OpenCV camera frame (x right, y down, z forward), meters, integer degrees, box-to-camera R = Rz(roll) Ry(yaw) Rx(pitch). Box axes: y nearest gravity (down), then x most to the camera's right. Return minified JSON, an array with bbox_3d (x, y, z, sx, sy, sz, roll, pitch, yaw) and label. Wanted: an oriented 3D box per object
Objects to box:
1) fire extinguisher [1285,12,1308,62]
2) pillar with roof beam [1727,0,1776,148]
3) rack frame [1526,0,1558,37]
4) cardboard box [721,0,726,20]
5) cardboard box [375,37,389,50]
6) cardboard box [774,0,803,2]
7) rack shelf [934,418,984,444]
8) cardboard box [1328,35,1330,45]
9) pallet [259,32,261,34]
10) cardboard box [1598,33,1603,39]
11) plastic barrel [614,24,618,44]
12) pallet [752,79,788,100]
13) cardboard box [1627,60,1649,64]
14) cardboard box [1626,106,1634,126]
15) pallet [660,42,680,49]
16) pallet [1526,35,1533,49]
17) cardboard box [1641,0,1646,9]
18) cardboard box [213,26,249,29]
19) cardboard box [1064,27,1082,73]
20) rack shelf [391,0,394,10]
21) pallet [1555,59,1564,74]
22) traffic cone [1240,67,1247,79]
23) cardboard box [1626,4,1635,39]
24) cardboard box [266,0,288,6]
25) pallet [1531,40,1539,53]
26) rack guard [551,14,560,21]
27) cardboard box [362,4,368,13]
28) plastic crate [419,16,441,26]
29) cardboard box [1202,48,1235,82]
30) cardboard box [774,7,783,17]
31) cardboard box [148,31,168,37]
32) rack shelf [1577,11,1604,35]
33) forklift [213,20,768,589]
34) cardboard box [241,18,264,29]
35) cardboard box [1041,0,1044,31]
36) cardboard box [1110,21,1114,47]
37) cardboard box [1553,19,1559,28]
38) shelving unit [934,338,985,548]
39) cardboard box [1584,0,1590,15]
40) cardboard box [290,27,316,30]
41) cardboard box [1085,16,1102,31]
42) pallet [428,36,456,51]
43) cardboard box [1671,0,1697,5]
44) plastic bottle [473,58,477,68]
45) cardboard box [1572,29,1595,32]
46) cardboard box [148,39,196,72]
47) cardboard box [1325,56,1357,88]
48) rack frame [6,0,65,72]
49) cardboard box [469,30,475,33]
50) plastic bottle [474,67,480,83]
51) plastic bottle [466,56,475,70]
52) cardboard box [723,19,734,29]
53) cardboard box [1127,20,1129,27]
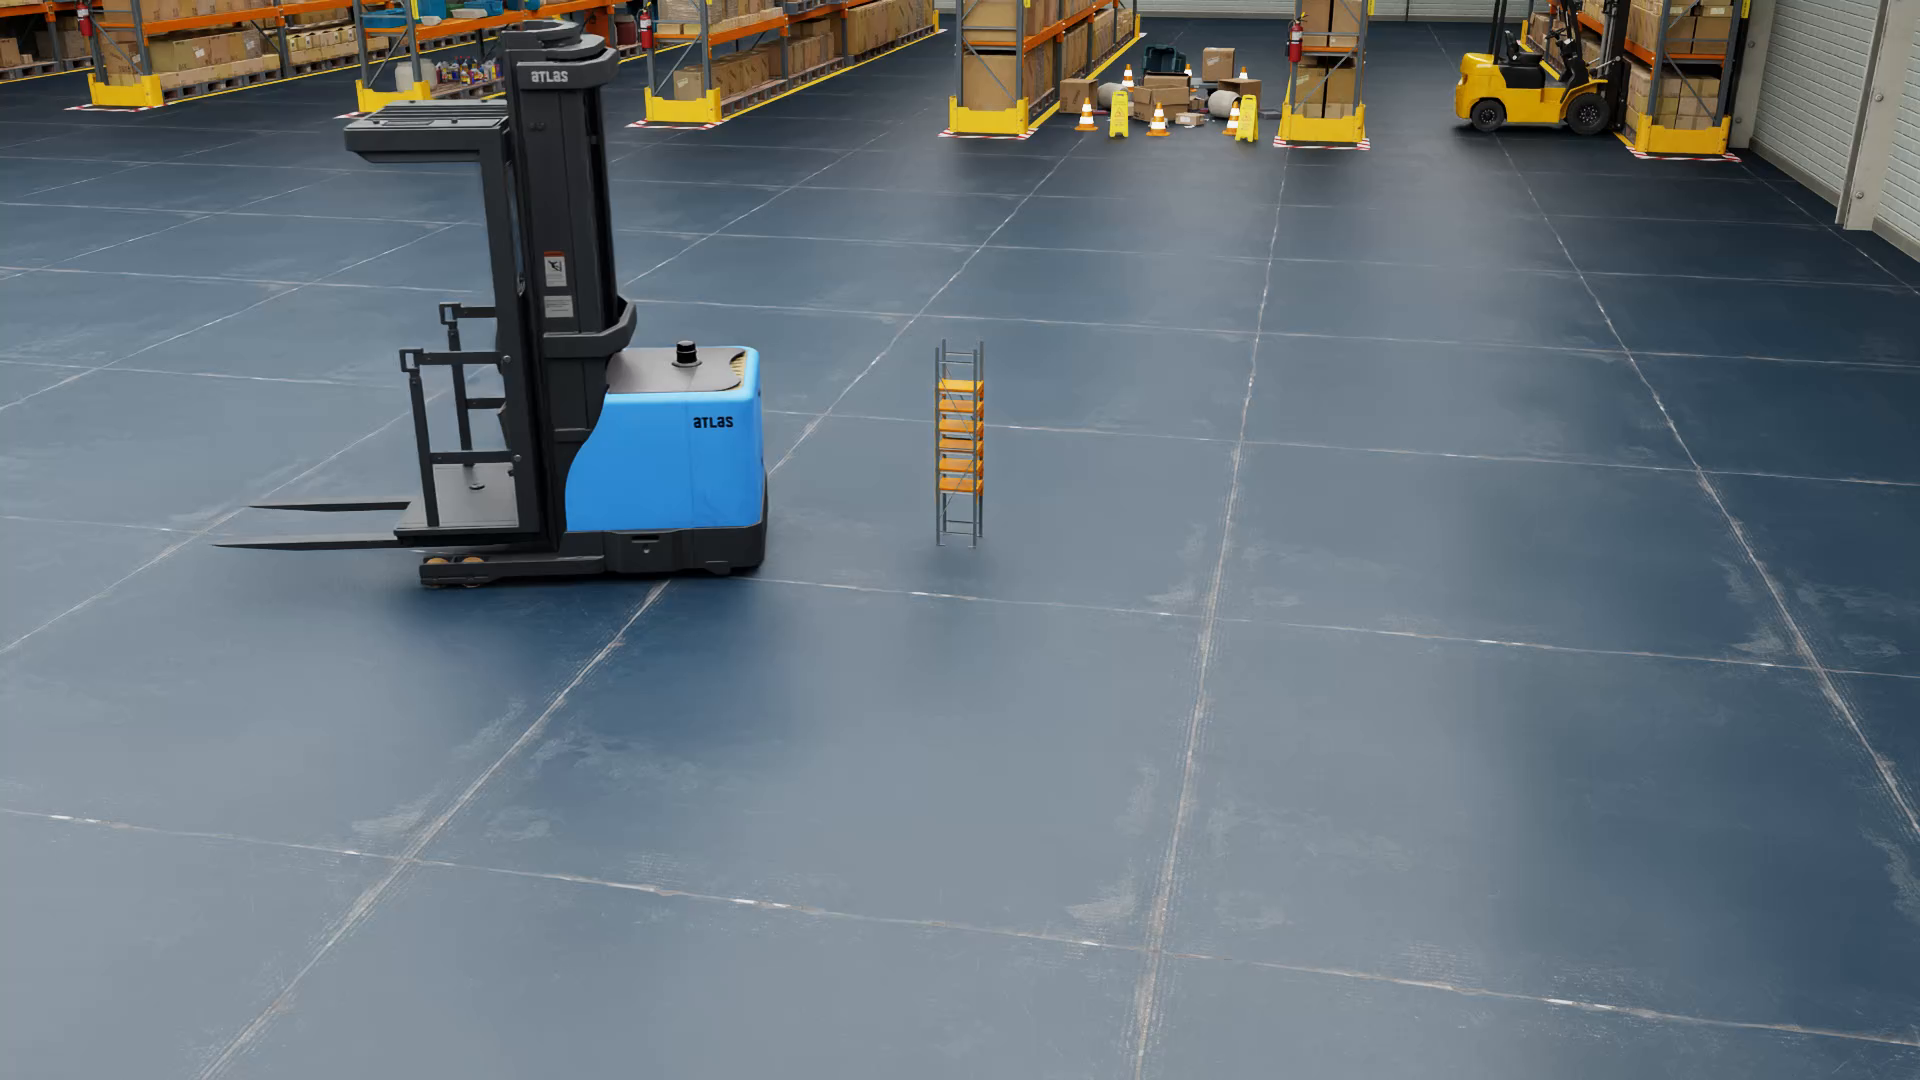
[{"bbox_3d":[4.834,-7.228,23.889,0.296,0.674,0.183,4,22,11],"label":"fire extinguisher"},{"bbox_3d":[6.978,-10.190,23.110,9.100,9.000,0.400,4,22,11],"label":"pillar with roof beam"},{"bbox_3d":[13.433,-12.745,37.484,1.000,3.000,0.127,4,22,11],"label":"rack frame"},{"bbox_3d":[-4.270,-8.601,26.663,0.875,0.500,0.500,4,22,11],"label":"cardboard box"},{"bbox_3d":[-12.327,-10.417,34.821,0.500,0.250,0.500,5,22,12],"label":"cardboard box"},{"bbox_3d":[-3.278,-10.242,29.903,1.000,1.000,1.000,5,22,11],"label":"cardboard box"},{"bbox_3d":[-0.003,-0.621,9.588,0.258,0.103,0.180,4,22,11],"label":"rack shelf"},{"bbox_3d":[5.618,-7.356,24.439,0.380,0.149,0.250,5,22,12],"label":"cardboard box"},{"bbox_3d":[-16.823,-11.518,38.171,1.003,0.211,1.213,4,22,11],"label":"pallet"},{"bbox_3d":[12.265,-9.515,31.378,0.380,0.149,0.250,5,22,12],"label":"cardboard box"},{"bbox_3d":[-7.499,-10.764,35.332,0.421,0.512,0.421,0,22,0],"label":"plastic barrel"},{"bbox_3d":[-3.680,-7.947,29.303,1.003,0.211,1.213,4,22,11],"label":"pallet"},{"bbox_3d":[10.374,-7.217,25.539,0.500,0.250,0.500,5,23,13],"label":"cardboard box"},{"bbox_3d":[10.065,-6.190,24.326,0.500,0.250,0.500,4,22,11],"label":"cardboard box"},{"bbox_3d":[-6.992,-11.220,37.429,1.003,0.211,1.213,4,22,11],"label":"pallet"},{"bbox_3d":[13.256,-11.132,37.212,1.003,0.211,1.213,4,22,11],"label":"pallet"},{"bbox_3d":[10.202,-7.860,24.352,0.380,0.149,0.250,5,22,11],"label":"cardboard box"},{"bbox_3d":[-13.675,-9.367,31.211,0.500,0.500,0.500,4,22,11],"label":"cardboard box"},{"bbox_3d":[1.687,-9.152,31.012,1.050,0.750,0.750,5,22,12],"label":"cardboard box"},{"bbox_3d":[-12.050,-12.106,36.860,1.077,0.370,4.000,4,22,11],"label":"rack shelf"},{"bbox_3d":[12.241,-9.241,32.516,1.003,0.211,1.213,4,22,11],"label":"pallet"},{"bbox_3d":[5.007,-8.117,29.388,0.336,0.463,0.334,4,22,11],"label":"traffic cone"},{"bbox_3d":[10.446,-7.883,25.279,0.500,0.500,0.500,4,22,10],"label":"cardboard box"},{"bbox_3d":[-13.217,-10.359,31.761,0.500,0.250,0.500,6,23,14],"label":"cardboard box"},{"bbox_3d":[13.005,-10.687,36.107,1.003,0.211,1.213,4,22,11],"label":"pallet"},{"bbox_3d":[-10.841,-13.447,42.572,1.175,0.500,0.348,4,22,11],"label":"rack guard"},{"bbox_3d":[-15.721,-13.782,42.843,0.700,0.500,0.500,4,22,11],"label":"cardboard box"},{"bbox_3d":[-8.745,-8.584,27.505,0.298,0.136,0.250,4,22,11],"label":"plastic crate"},{"bbox_3d":[4.376,-8.050,28.158,0.500,0.500,0.500,4,22,11],"label":"cardboard box"},{"bbox_3d":[-3.333,-9.271,29.195,0.380,0.149,0.250,4,22,11],"label":"cardboard box"},{"bbox_3d":[-17.404,-10.862,35.565,0.700,0.500,0.500,5,22,12],"label":"cardboard box"},{"bbox_3d":[11.392,-8.754,28.538,1.077,0.370,4.000,4,22,11],"label":"rack shelf"},{"bbox_3d":[-2.650,-1.296,9.148,3.031,2.935,1.130,-2,22,-4],"label":"forklift"},{"bbox_3d":[-16.676,-12.172,38.377,0.750,0.750,0.750,5,23,13],"label":"cardboard box"},{"bbox_3d":[0.869,-8.415,26.531,0.875,0.550,0.500,4,22,11],"label":"cardboard box"},{"bbox_3d":[2.986,-10.745,35.302,0.500,0.500,0.500,4,22,10],"label":"cardboard box"},{"bbox_3d":[12.283,-10.507,33.844,0.380,0.149,0.250,6,23,13],"label":"cardboard box"},{"bbox_3d":[-0.003,-0.551,9.616,0.258,1.200,0.189,4,22,11],"label":"shelving unit"},{"bbox_3d":[11.363,-9.422,29.435,0.500,0.250,0.500,4,22,10],"label":"cardboard box"},{"bbox_3d":[-13.162,-10.151,33.412,0.500,0.311,0.500,4,22,10],"label":"cardboard box"},{"bbox_3d":[2.555,-10.339,33.290,0.500,0.250,0.500,4,22,10],"label":"cardboard box"},{"bbox_3d":[-12.018,-11.130,37.206,1.003,0.211,1.213,4,22,11],"label":"pallet"},{"bbox_3d":[10.035,-7.526,23.124,0.380,0.149,0.250,5,22,11],"label":"cardboard box"},{"bbox_3d":[-8.920,-8.722,30.558,0.097,0.271,0.097,0,22,0],"label":"plastic bottle"},{"bbox_3d":[11.874,-9.644,31.699,0.380,0.149,0.250,5,22,12],"label":"cardboard box"},{"bbox_3d":[-13.663,-8.412,28.839,0.500,0.500,0.500,4,22,11],"label":"cardboard box"},{"bbox_3d":[6.061,-7.391,26.304,0.500,0.500,0.500,6,23,14],"label":"cardboard box"},{"bbox_3d":[-18.125,-10.622,32.212,1.000,3.000,0.127,4,22,11],"label":"rack frame"},{"bbox_3d":[-11.462,-12.013,38.424,0.500,0.500,0.500,4,22,11],"label":"cardboard box"},{"bbox_3d":[-8.477,-8.143,29.121,0.097,0.271,0.097,0,22,0],"label":"plastic bottle"},{"bbox_3d":[-8.856,-8.567,30.067,0.144,0.351,0.185,4,22,11],"label":"plastic bottle"},{"bbox_3d":[-3.878,-8.360,26.931,0.380,0.149,0.250,4,22,11],"label":"cardboard box"},{"bbox_3d":[3.681,-11.877,38.186,0.380,0.149,0.250,5,22,12],"label":"cardboard box"}]
